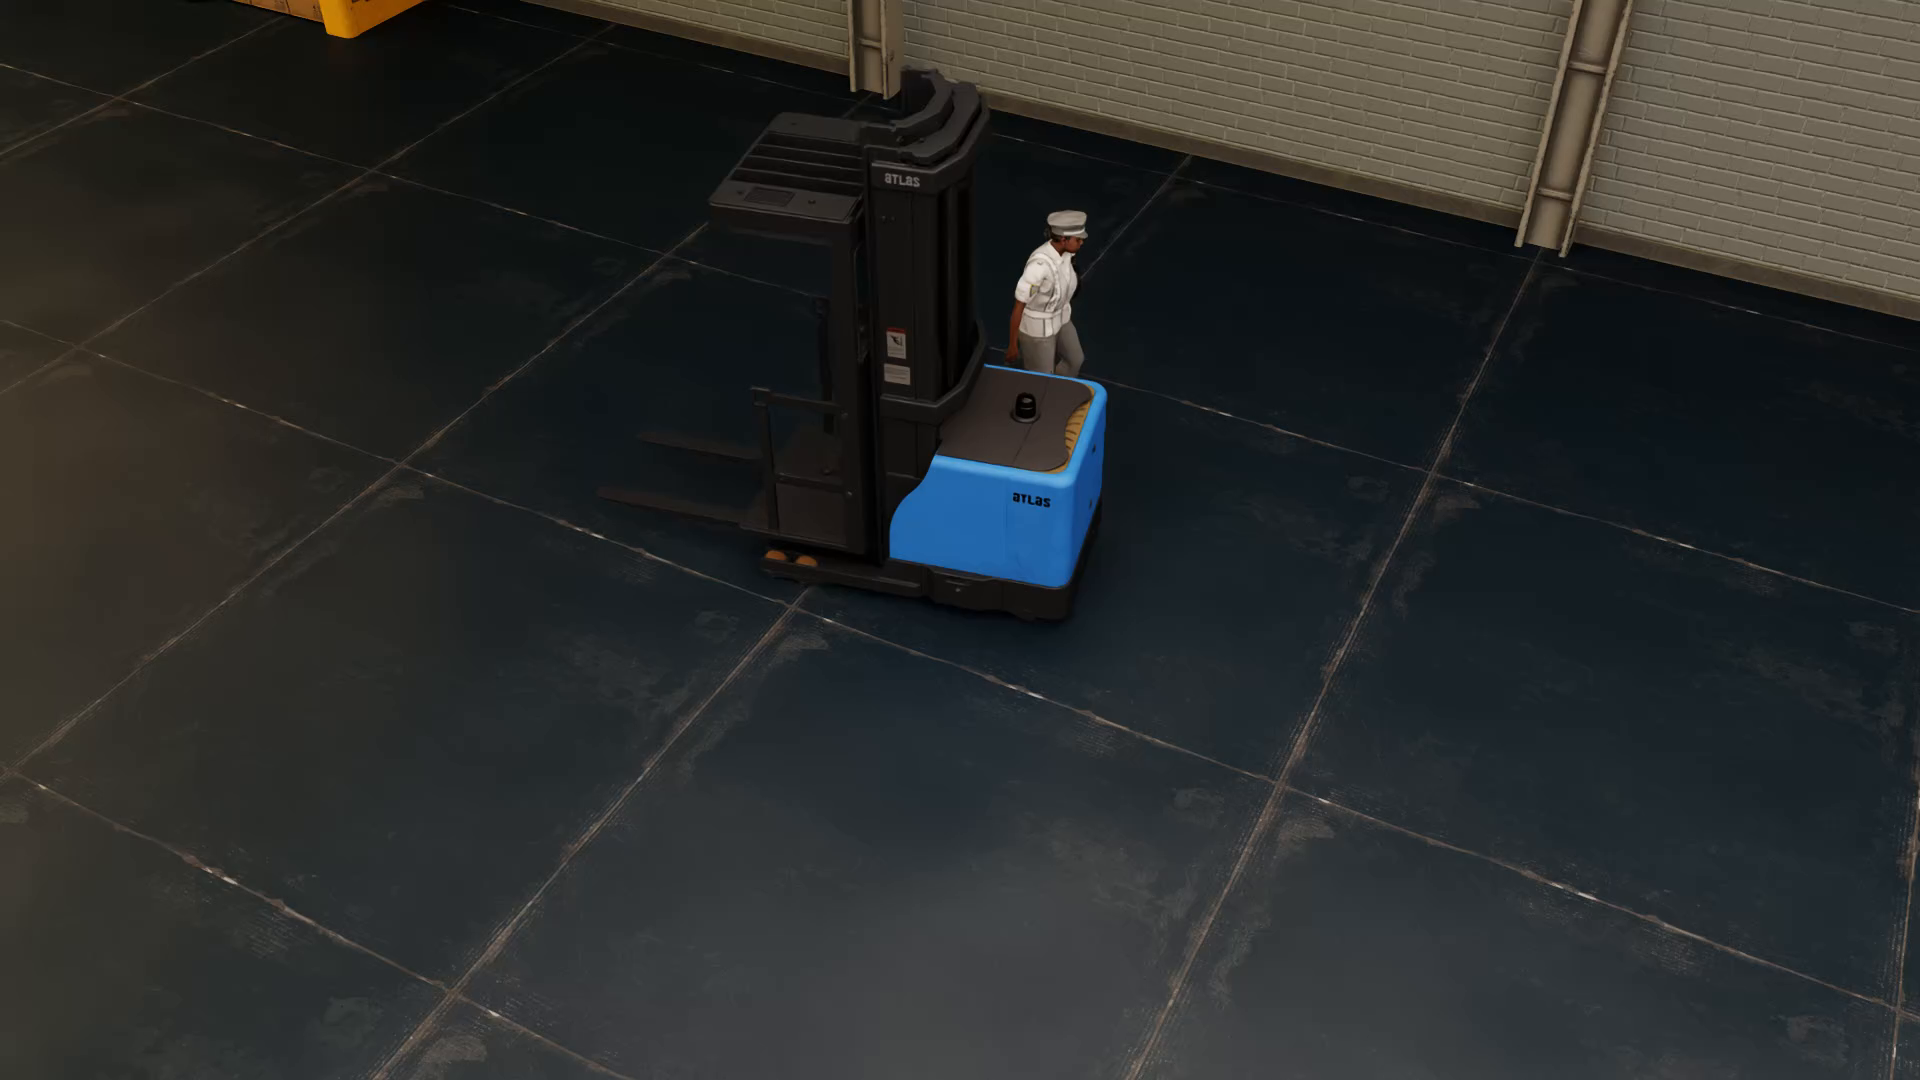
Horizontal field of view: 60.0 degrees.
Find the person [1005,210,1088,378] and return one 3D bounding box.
[{"bbox_3d":[0.578,-1.372,10.640,0.412,1.631,0.783,21,44,23],"label":"person"}]

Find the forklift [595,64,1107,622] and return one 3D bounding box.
[{"bbox_3d":[-0.706,-1.177,9.384,3.031,2.935,1.130,10,41,12],"label":"forklift"}]
